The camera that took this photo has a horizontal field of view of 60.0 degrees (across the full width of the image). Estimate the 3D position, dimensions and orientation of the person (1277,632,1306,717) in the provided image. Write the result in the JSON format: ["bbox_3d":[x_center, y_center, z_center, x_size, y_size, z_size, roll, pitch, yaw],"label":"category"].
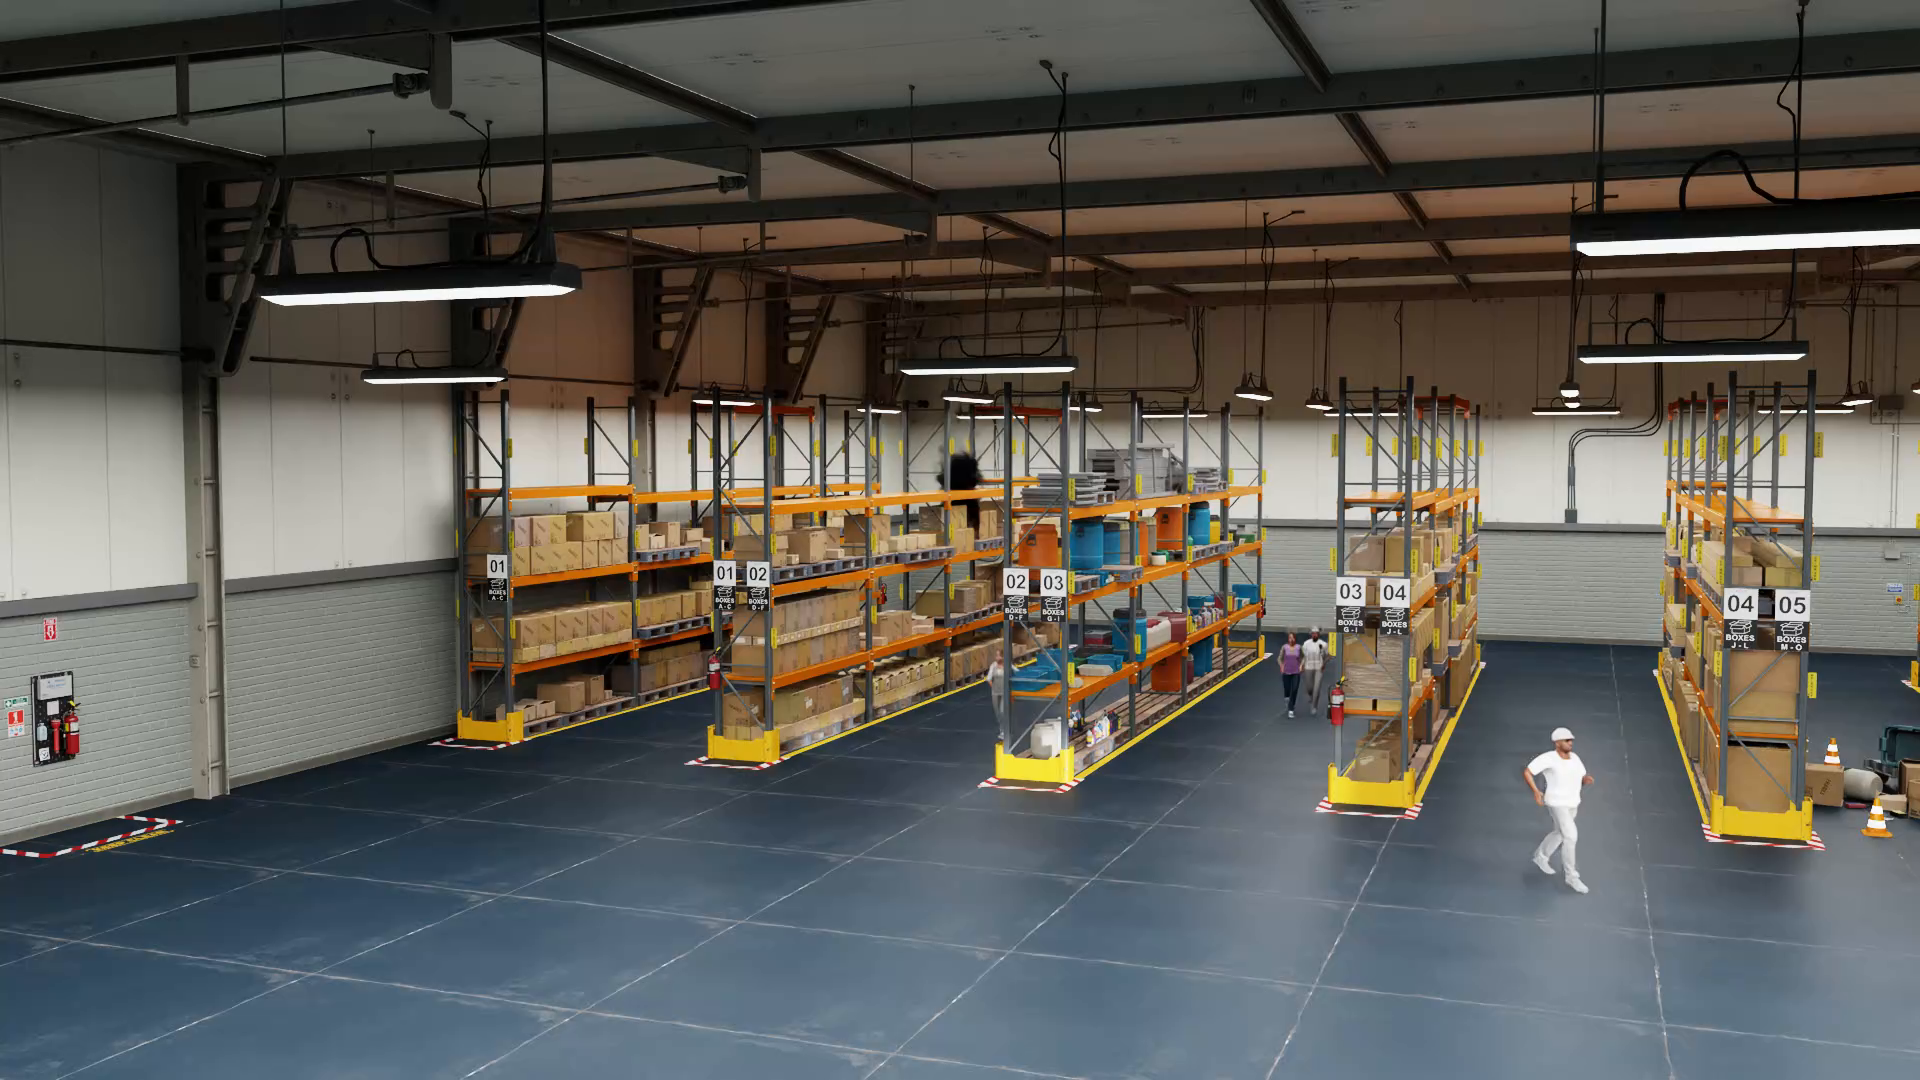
[{"bbox_3d":[6.233,2.512,31.256,0.536,1.575,0.664,0,3,9],"label":"person"}]

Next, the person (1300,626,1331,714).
[{"bbox_3d":[6.750,2.447,31.602,0.583,1.664,0.593,1,3,15],"label":"person"}]

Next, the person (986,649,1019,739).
[{"bbox_3d":[0.717,2.659,28.285,0.558,1.625,0.673,1,3,22],"label":"person"}]

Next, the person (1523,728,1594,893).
[{"bbox_3d":[6.903,3.048,19.064,0.686,1.797,0.880,-2,4,-32],"label":"person"}]
